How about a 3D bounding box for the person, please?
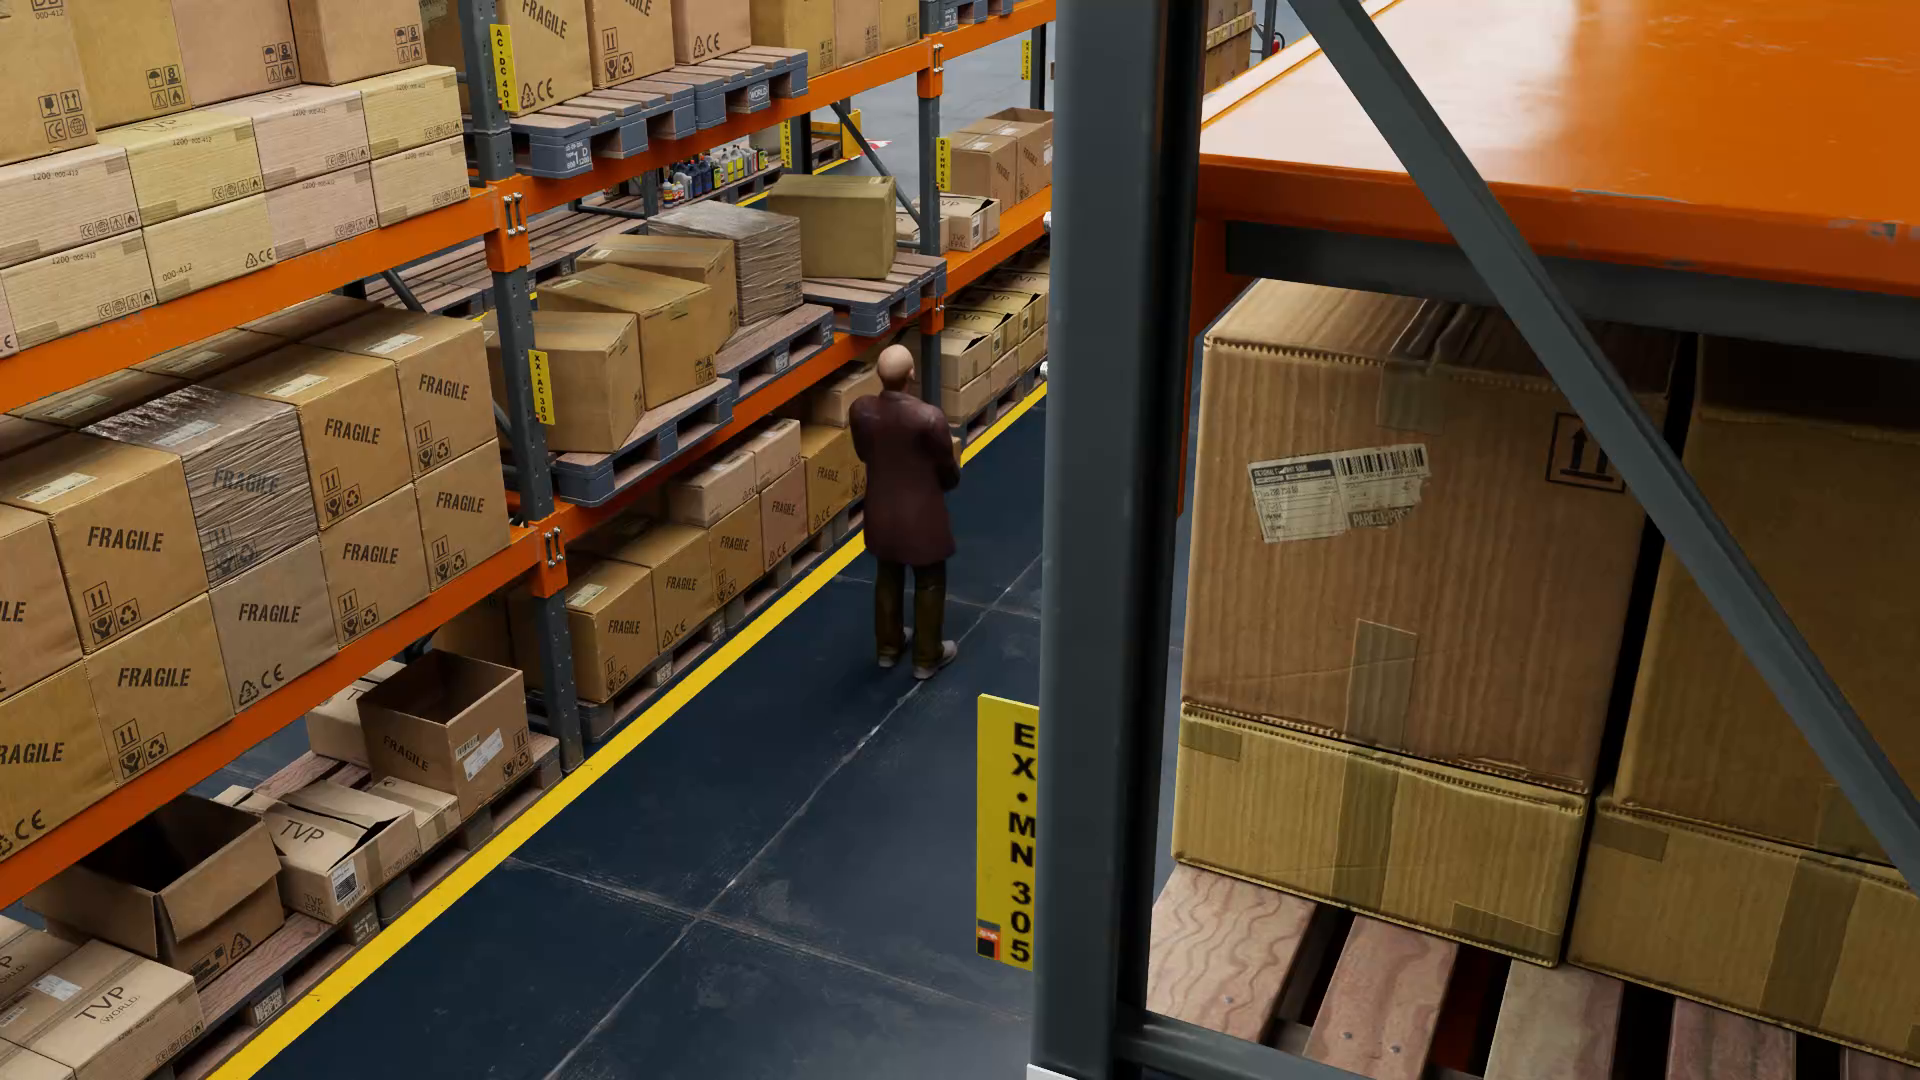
[{"bbox_3d":[-0.231,-0.187,8.510,0.530,1.779,0.541,11,28,22],"label":"person"}]
